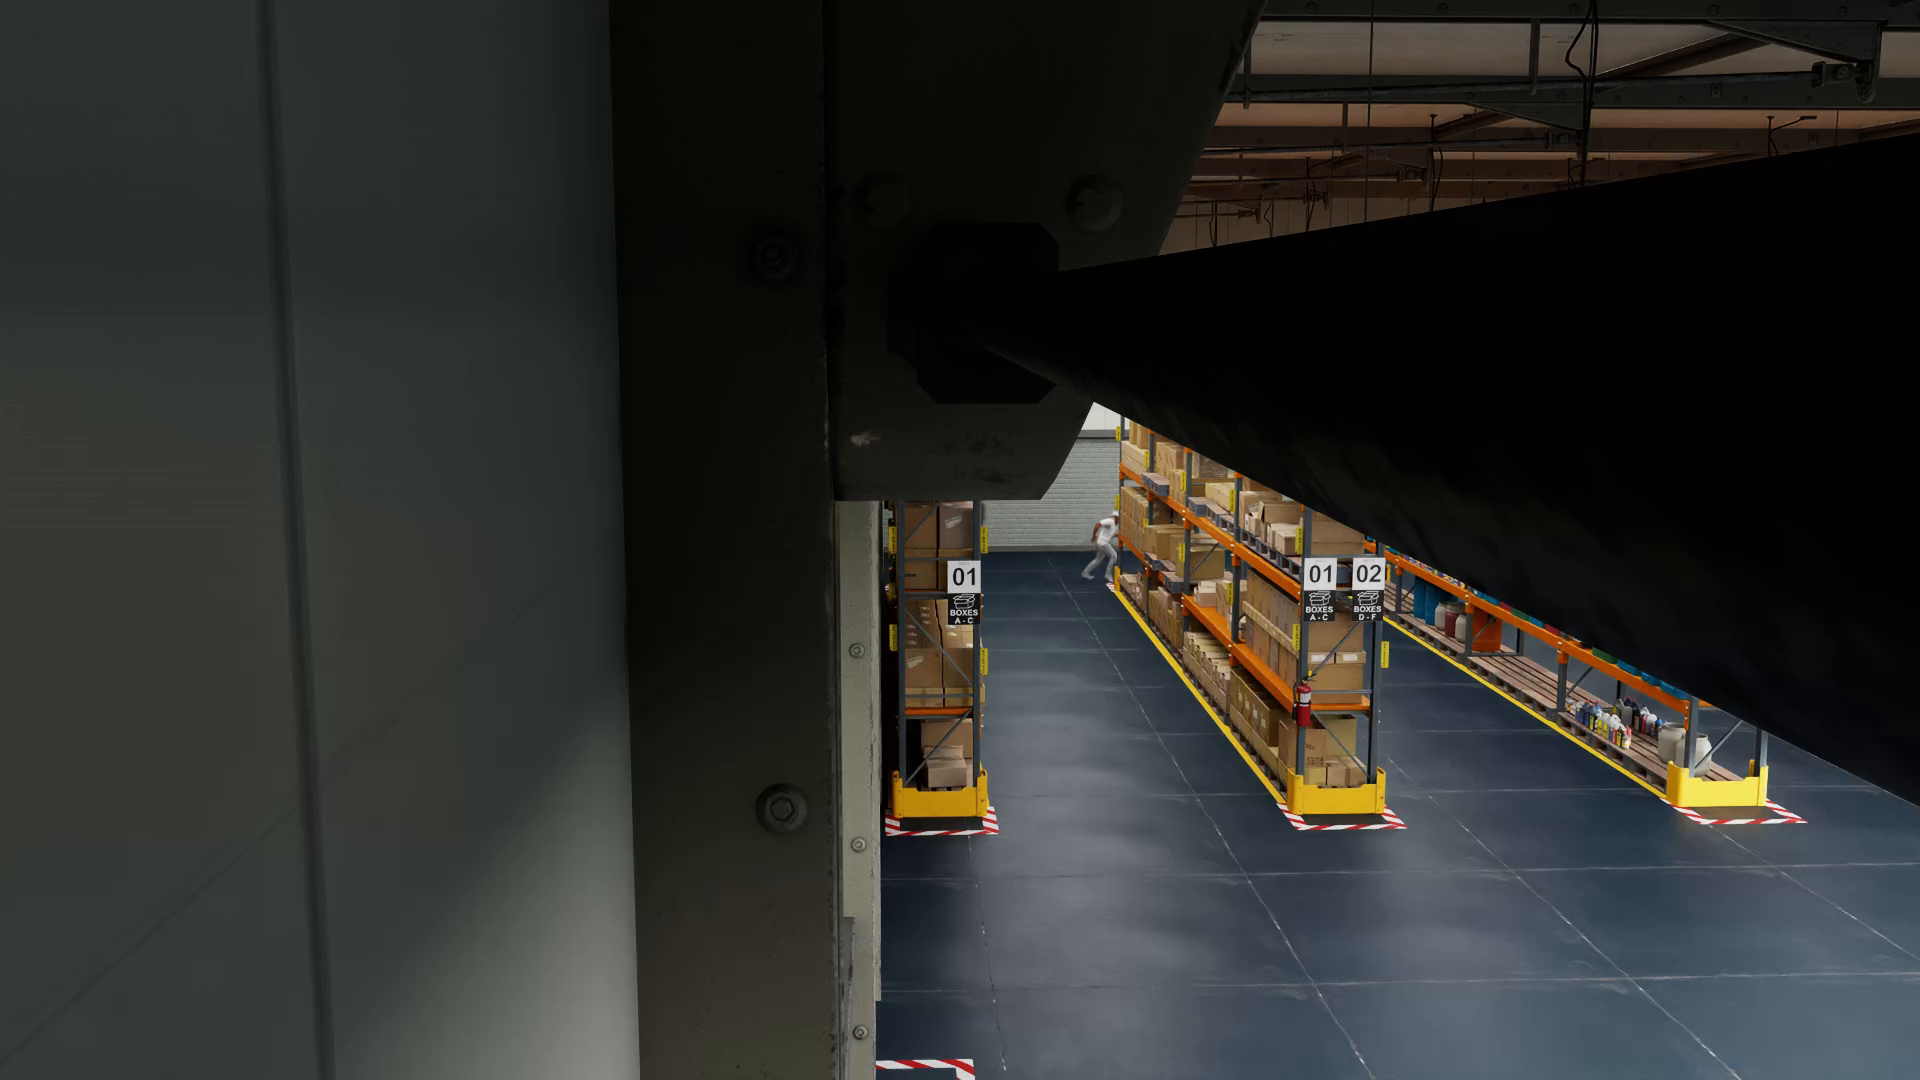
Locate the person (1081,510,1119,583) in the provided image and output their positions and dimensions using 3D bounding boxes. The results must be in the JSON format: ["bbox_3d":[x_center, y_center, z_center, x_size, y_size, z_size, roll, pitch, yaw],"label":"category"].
[{"bbox_3d":[3.271,0.126,37.522,1.043,1.654,0.664,1,8,10],"label":"person"}]
